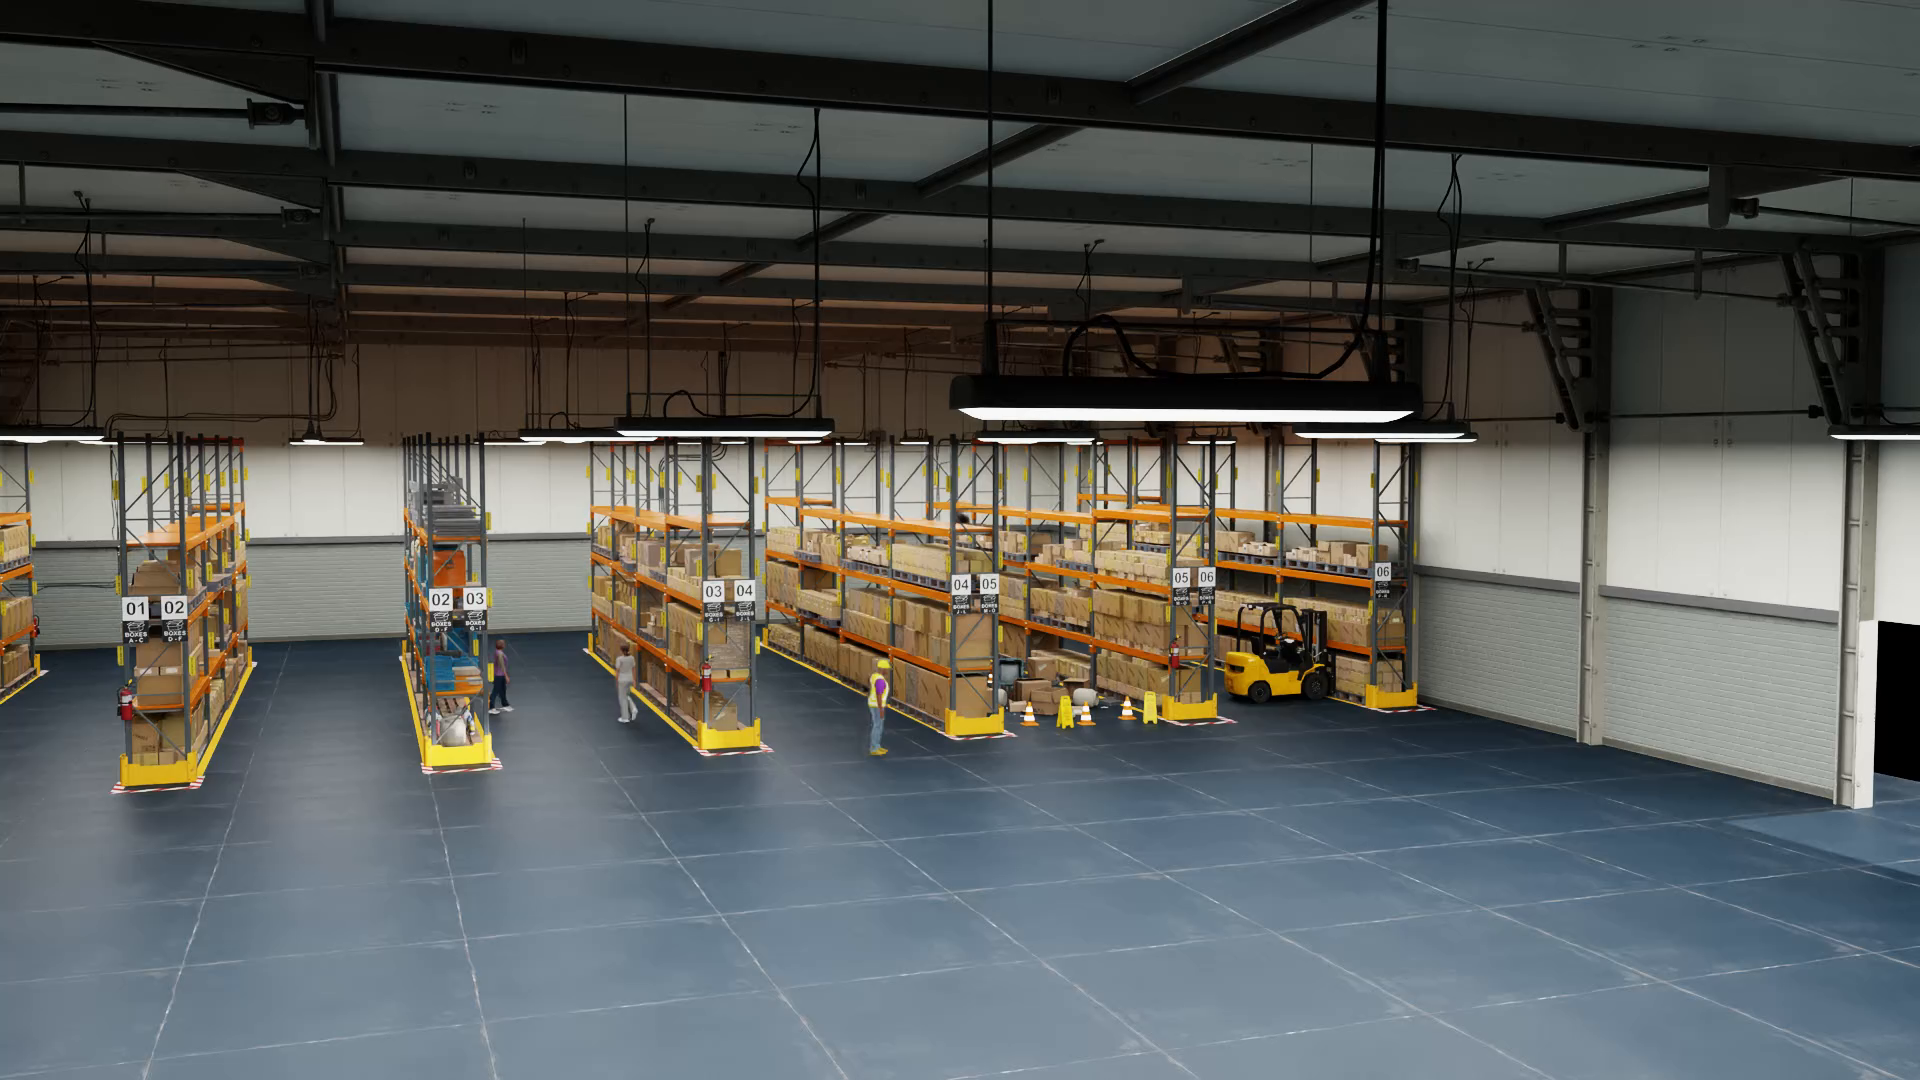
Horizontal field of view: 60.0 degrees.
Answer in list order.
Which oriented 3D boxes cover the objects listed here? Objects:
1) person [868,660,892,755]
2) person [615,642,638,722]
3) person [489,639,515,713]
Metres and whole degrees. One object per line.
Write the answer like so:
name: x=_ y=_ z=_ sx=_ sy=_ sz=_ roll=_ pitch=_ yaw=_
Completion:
person: x=-1.494 y=3.122 z=31.064 sx=0.447 sy=1.772 sz=0.603 roll=0 pitch=3 yaw=-8
person: x=-6.946 y=2.955 z=34.518 sx=0.494 sy=1.666 sz=0.440 roll=2 pitch=4 yaw=29
person: x=-9.919 y=2.938 z=35.924 sx=0.543 sy=1.607 sz=0.559 roll=-1 pitch=3 yaw=-11
